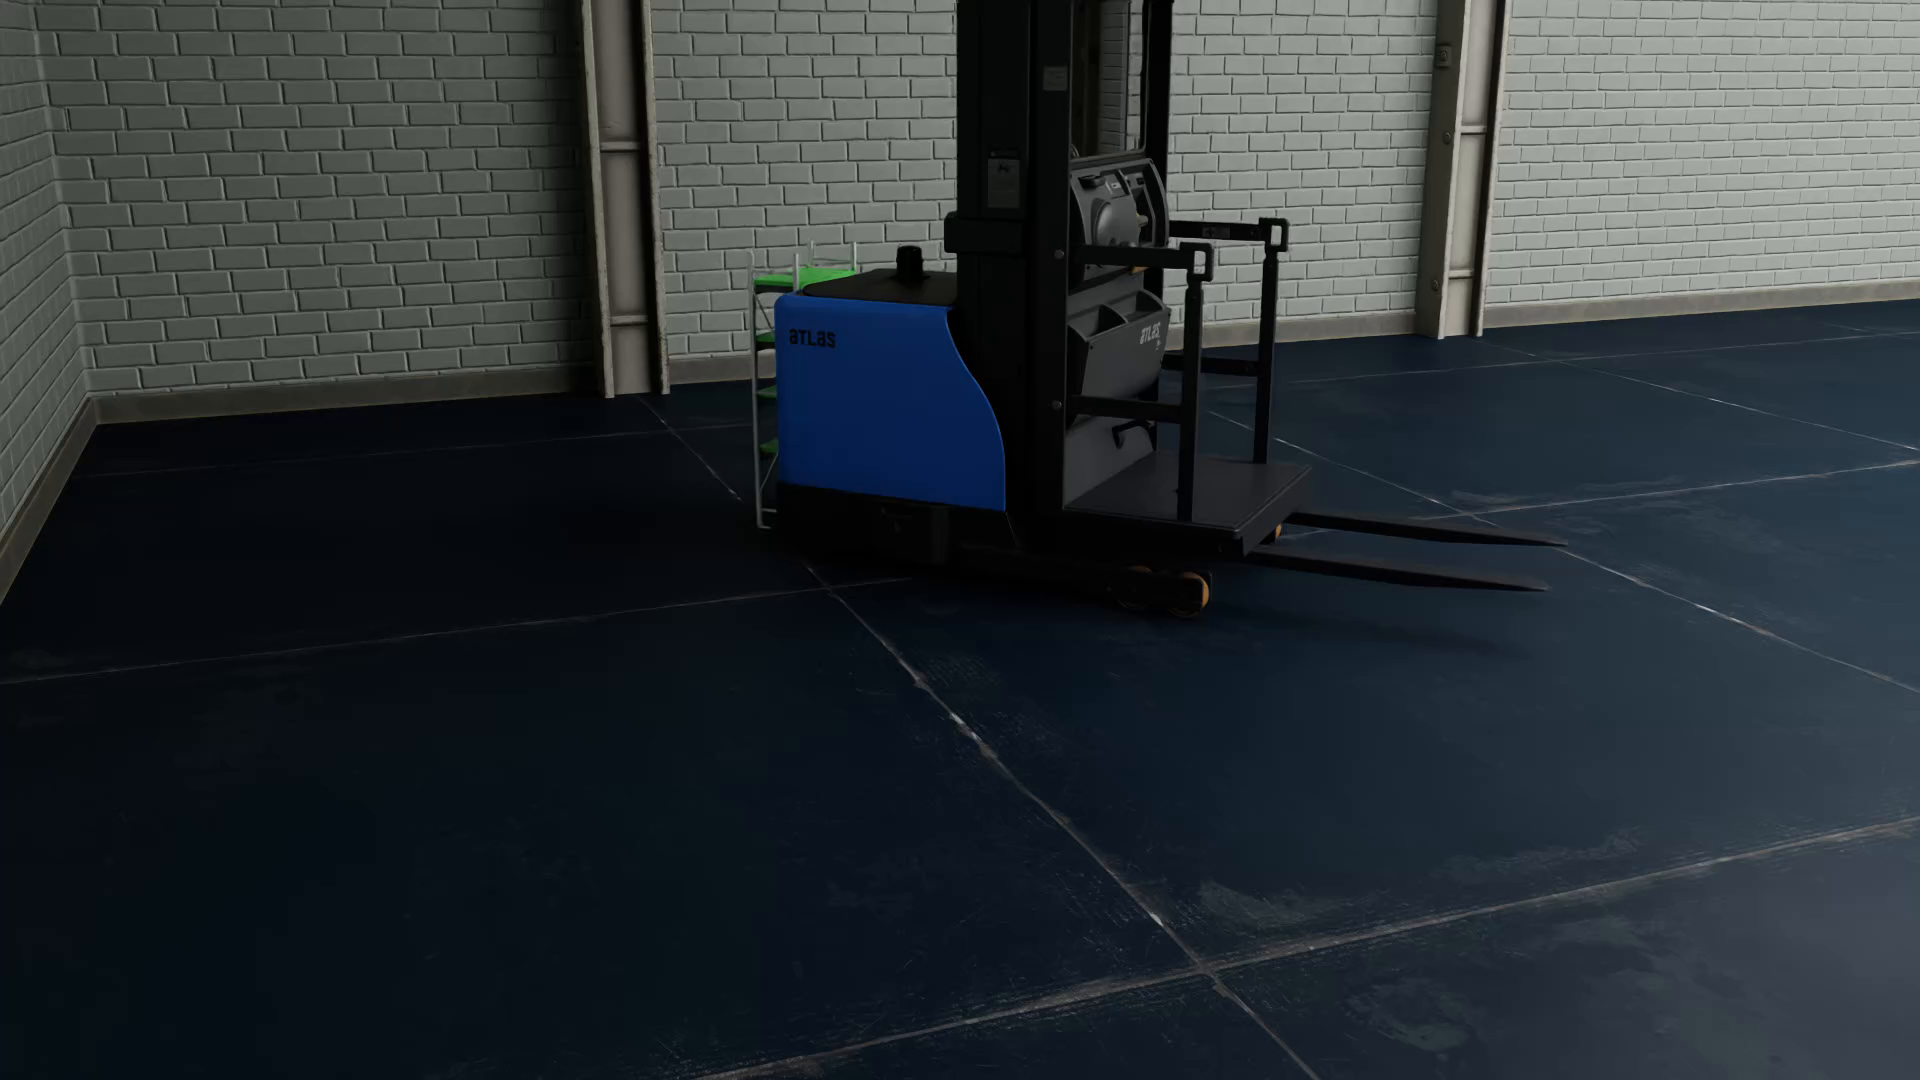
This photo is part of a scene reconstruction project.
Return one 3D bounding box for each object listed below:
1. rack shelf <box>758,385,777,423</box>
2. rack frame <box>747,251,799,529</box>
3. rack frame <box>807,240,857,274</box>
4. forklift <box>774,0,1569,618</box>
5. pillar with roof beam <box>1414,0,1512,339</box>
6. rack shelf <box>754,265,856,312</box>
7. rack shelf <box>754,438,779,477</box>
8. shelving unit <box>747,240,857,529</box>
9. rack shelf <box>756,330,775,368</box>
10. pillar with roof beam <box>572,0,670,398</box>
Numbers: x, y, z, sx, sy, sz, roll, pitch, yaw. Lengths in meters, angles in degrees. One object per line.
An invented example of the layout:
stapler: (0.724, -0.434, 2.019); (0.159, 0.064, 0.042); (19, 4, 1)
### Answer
rack shelf: (-0.672, -0.619, 7.303); (0.258, 0.148, 0.480); (8, 18, 25)
rack frame: (-0.778, -0.618, 7.074); (0.240, 1.200, 0.015); (8, 18, 25)
rack frame: (-0.566, -0.742, 7.495); (0.240, 1.200, 0.015); (8, 18, 25)
forklift: (0.799, -1.291, 6.293); (3.031, 2.935, 1.130); (8, 18, 25)
pillar with roof beam: (5.136, -4.704, 7.144); (0.400, 9.000, 9.100); (-6, 17, -20)
rack shelf: (-0.673, -1.080, 7.168); (0.258, 0.148, 0.480); (8, 18, 25)
rack shelf: (-0.672, -0.389, 7.370); (0.258, 0.148, 0.480); (8, 18, 25)
shelving unit: (-0.672, -0.680, 7.285); (0.258, 1.200, 0.503); (8, 18, 25)
rack shelf: (-0.672, -0.849, 7.235); (0.258, 0.148, 0.480); (8, 18, 25)
pillar with roof beam: (-0.467, -4.099, 5.084); (0.400, 9.000, 9.100); (-6, 17, -20)
